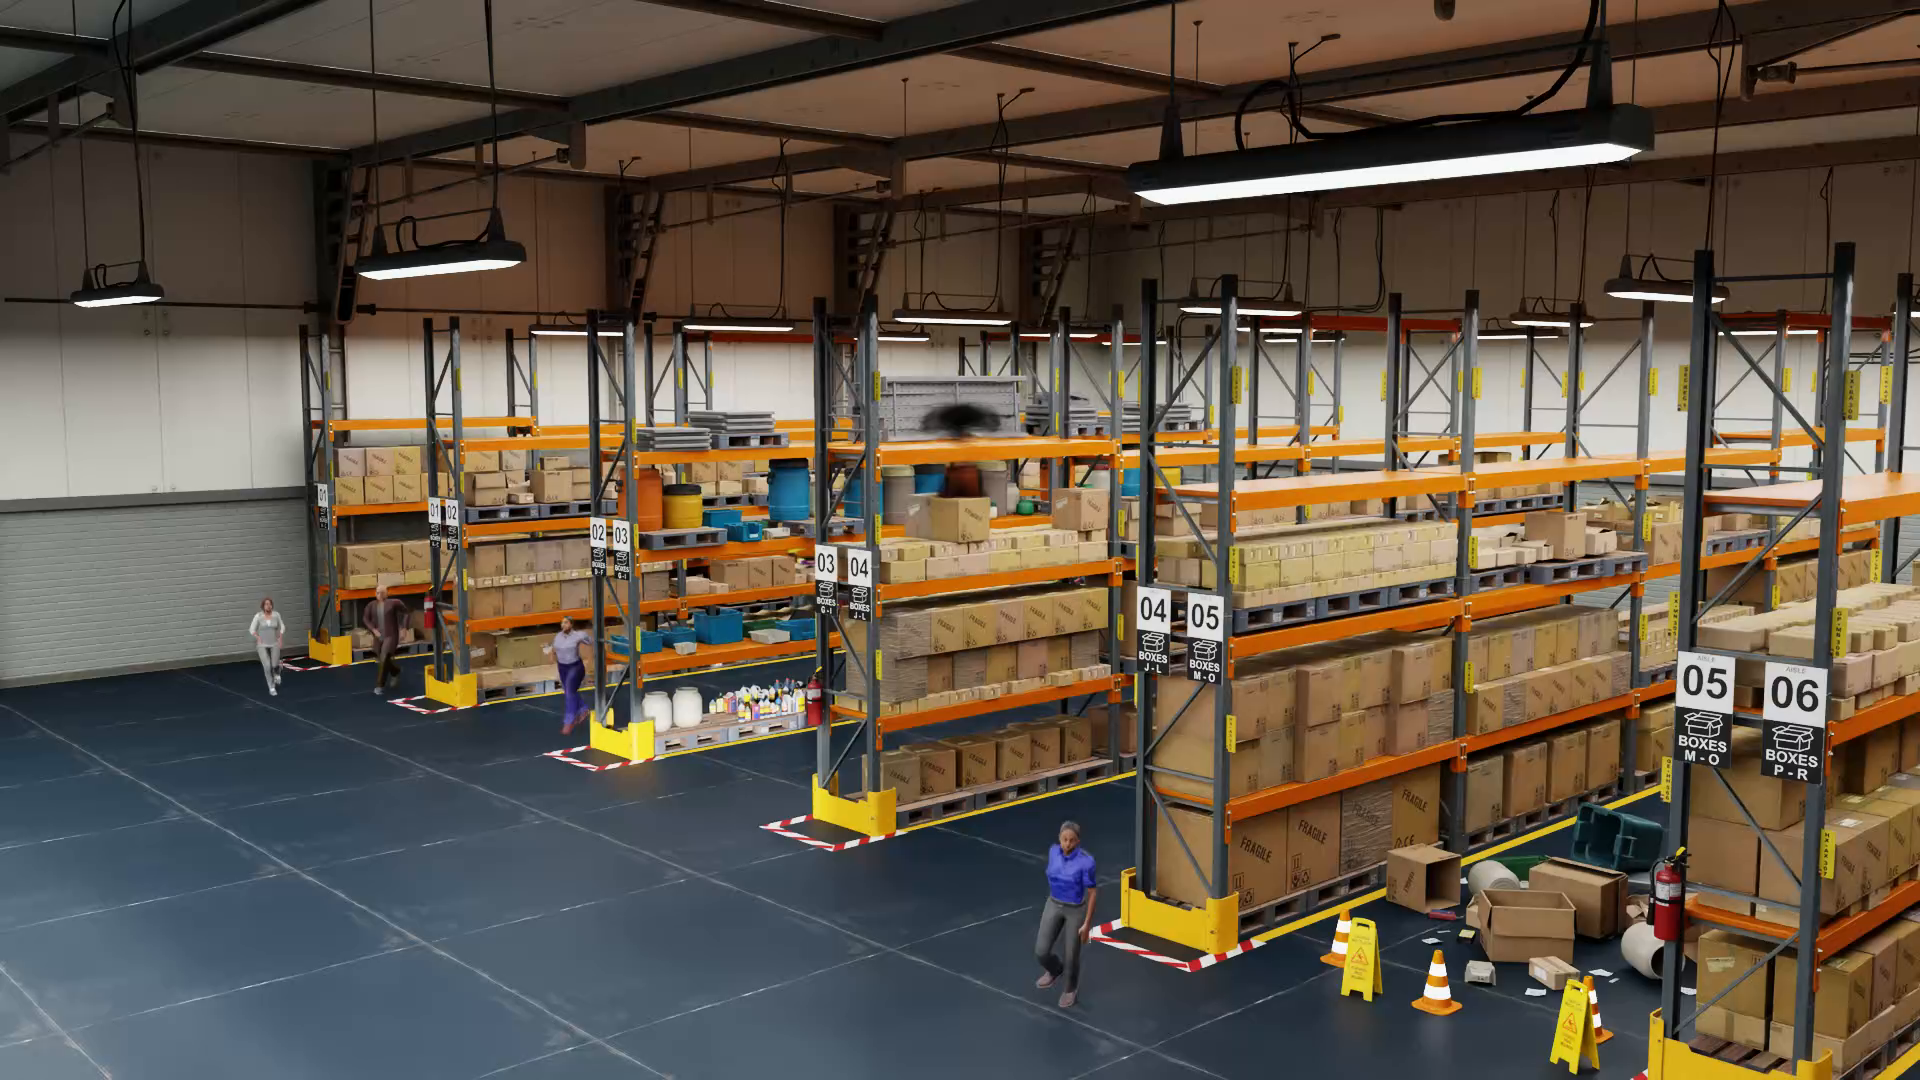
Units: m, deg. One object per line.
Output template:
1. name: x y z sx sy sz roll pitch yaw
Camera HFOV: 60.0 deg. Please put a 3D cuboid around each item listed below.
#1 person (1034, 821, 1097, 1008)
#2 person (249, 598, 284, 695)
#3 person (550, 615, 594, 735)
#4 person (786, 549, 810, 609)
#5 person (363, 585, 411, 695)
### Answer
1. person: 0.862 3.024 13.484 0.598 1.601 0.548 3 6 24
2. person: -11.110 1.705 26.691 0.529 1.570 0.578 -3 7 -28
3. person: -5.615 1.939 24.062 0.595 1.711 0.795 3 7 29
4. person: -3.261 0.956 33.605 0.716 1.651 0.770 4 7 34
5. person: -9.240 1.583 26.958 0.705 1.766 0.818 1 6 12
